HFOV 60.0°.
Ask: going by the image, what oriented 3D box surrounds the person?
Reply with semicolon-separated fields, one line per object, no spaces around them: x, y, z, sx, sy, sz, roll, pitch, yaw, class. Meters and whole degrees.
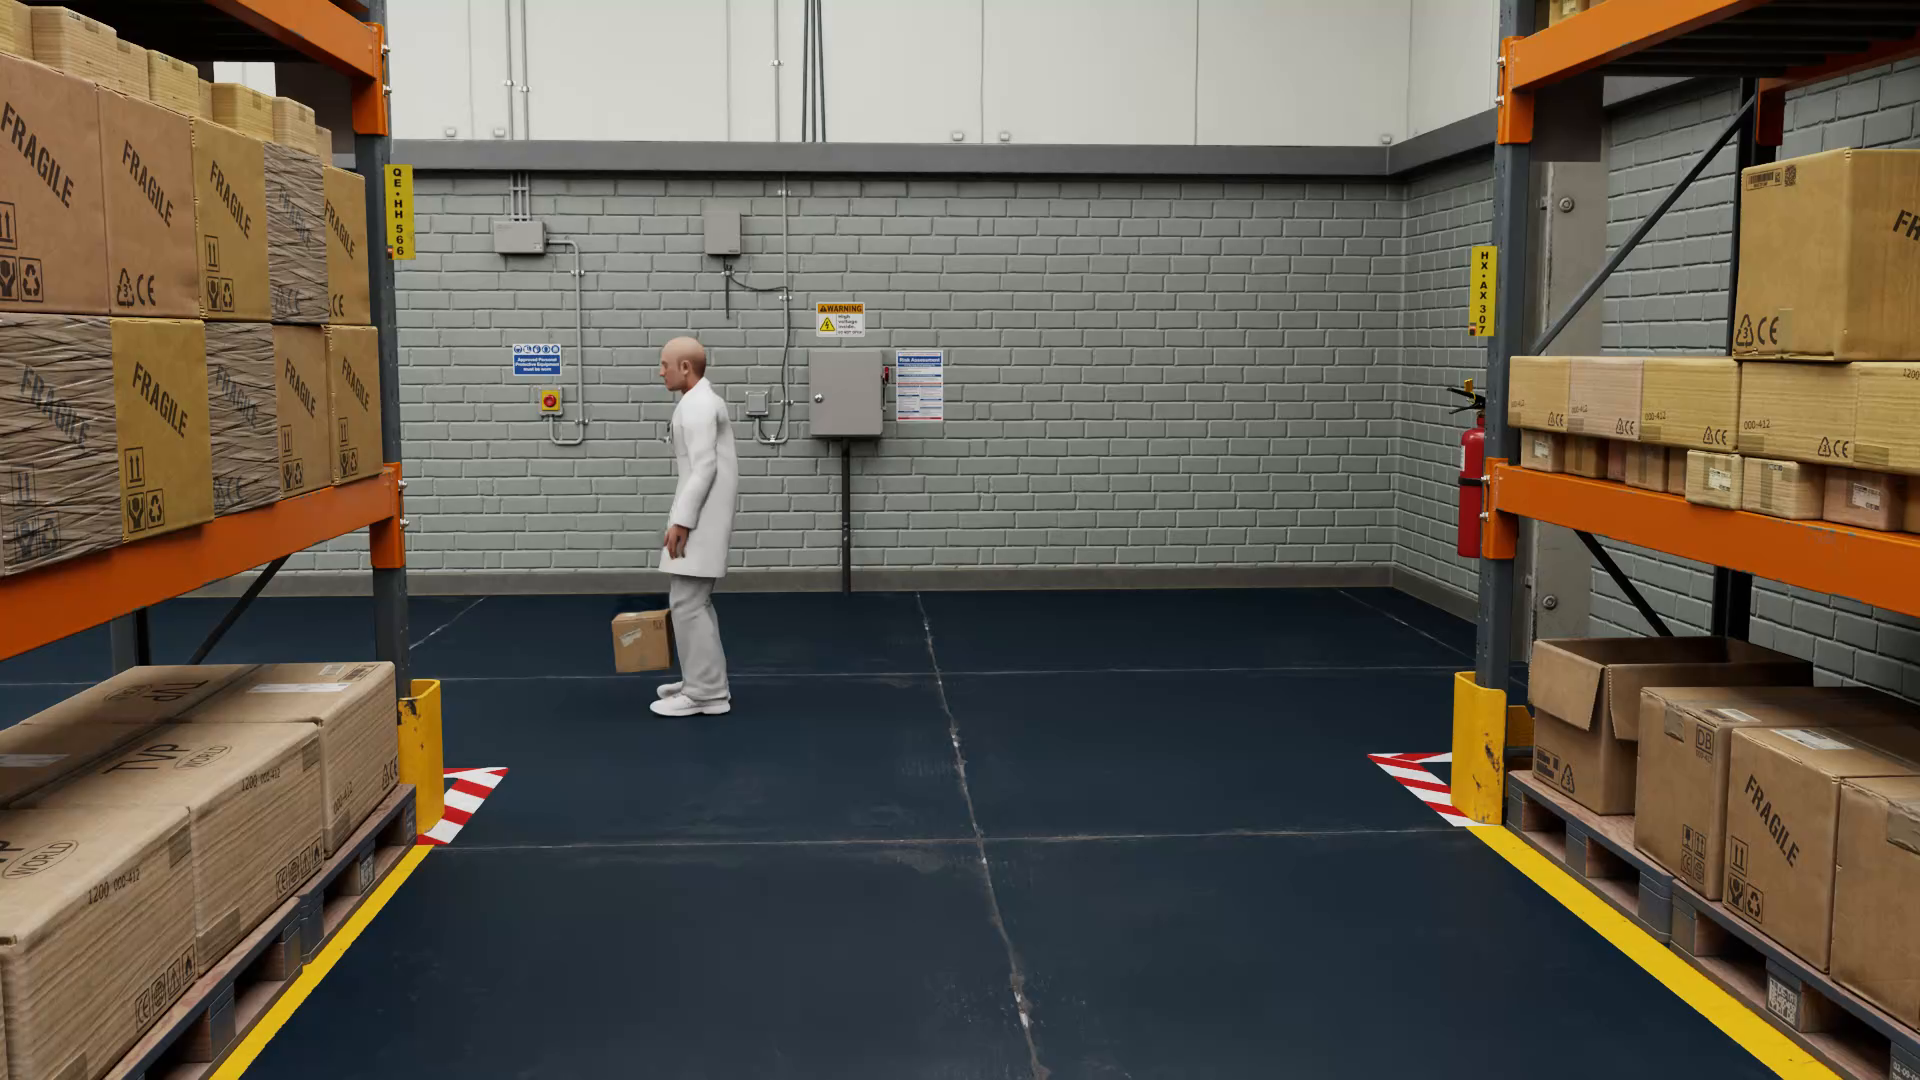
-1.262;-0.070;7.892;0.425;1.776;0.601;-1;7;-6;person
